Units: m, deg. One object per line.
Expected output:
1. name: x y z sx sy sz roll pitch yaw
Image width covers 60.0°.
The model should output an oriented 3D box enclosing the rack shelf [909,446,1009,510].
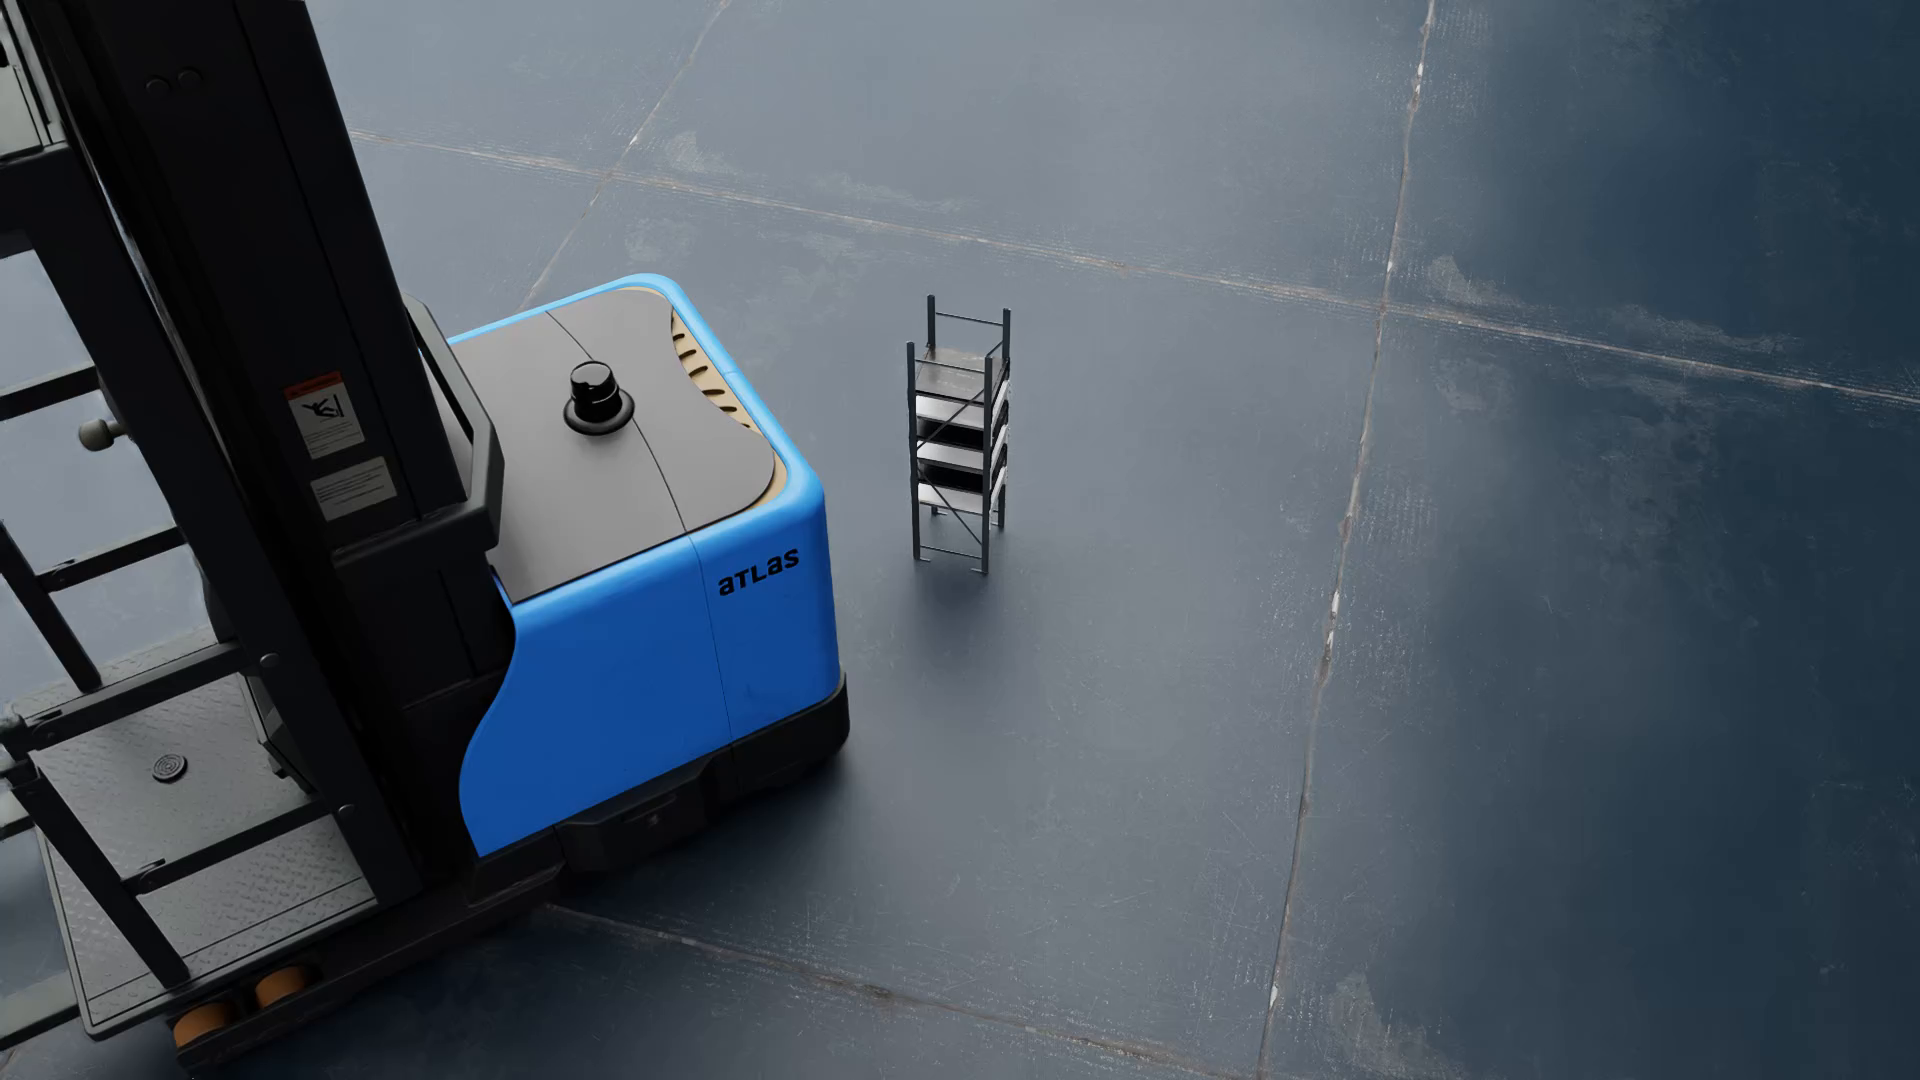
1. rack shelf: -0.002 -0.210 5.000 0.258 0.077 0.200 12 50 10

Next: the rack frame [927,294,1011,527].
1. rack frame: 0.025 -0.365 4.972 0.240 0.900 0.006 12 50 10

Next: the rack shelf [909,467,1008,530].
1. rack shelf: -0.002 -0.151 5.067 0.258 0.077 0.200 12 50 10

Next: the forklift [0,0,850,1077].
1. forklift: -1.844 -0.133 3.412 3.031 2.935 1.130 -24 53 -19

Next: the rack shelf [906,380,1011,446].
1. rack shelf: -0.002 -0.389 4.797 0.258 0.077 0.200 12 50 10

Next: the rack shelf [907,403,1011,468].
1. rack shelf: -0.002 -0.329 4.865 0.258 0.077 0.200 12 50 10

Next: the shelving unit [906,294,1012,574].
1. shelving unit: -0.002 -0.292 4.907 0.258 0.900 0.210 12 50 10

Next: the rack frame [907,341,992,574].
1. rack frame: -0.029 -0.218 4.843 0.240 0.900 0.006 12 50 10

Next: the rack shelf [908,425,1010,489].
1. rack shelf: -0.002 -0.270 4.932 0.258 0.077 0.200 12 50 10

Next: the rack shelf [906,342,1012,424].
1. rack shelf: -0.002 -0.449 4.730 0.258 0.077 0.200 12 50 10
